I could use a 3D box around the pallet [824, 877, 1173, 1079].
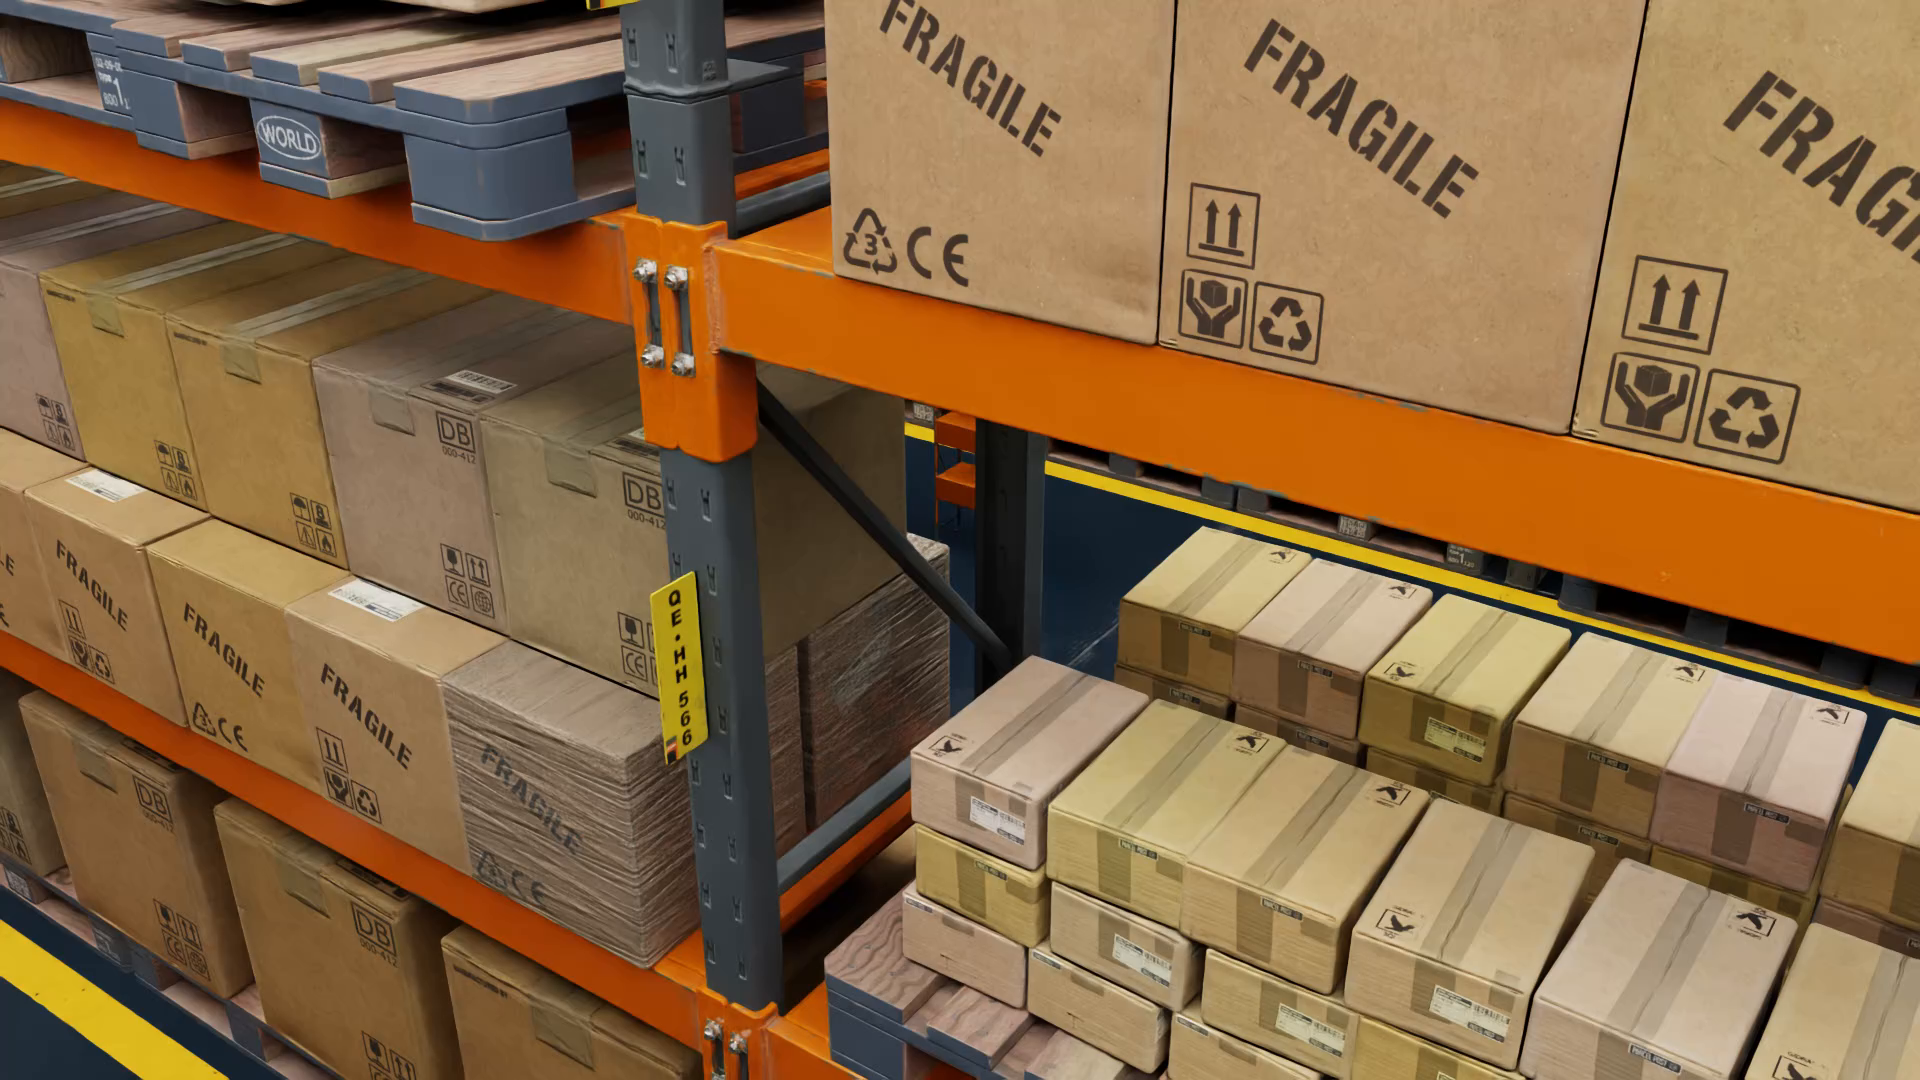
[{"bbox_3d":[0.497,0.750,3.180,1.003,0.211,1.213,17,32,30],"label":"pallet"}]

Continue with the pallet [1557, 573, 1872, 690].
[{"bbox_3d":[3.348,0.167,7.190,1.213,0.211,1.003,17,32,30],"label":"pallet"}]

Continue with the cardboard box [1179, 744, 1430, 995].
[{"bbox_3d":[0.543,0.505,2.608,0.250,0.149,0.380,17,32,30],"label":"cardboard box"}]

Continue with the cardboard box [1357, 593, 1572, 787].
[{"bbox_3d":[0.935,0.268,3.073,0.250,0.149,0.380,18,32,32],"label":"cardboard box"}]

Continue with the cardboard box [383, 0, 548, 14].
[{"bbox_3d":[-0.769,-1.014,2.813,0.250,0.166,0.380,17,32,30],"label":"cardboard box"}]

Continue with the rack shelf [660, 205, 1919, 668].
[{"bbox_3d":[1.498,0.019,1.891,4.000,0.370,1.077,17,32,30],"label":"rack shelf"}]

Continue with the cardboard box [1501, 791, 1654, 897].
[{"bbox_3d":[1.160,0.469,3.006,0.250,0.149,0.380,17,32,30],"label":"cardboard box"}]

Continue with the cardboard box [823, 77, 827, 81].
[{"bbox_3d":[-0.892,-2.650,9.211,0.500,0.500,0.875,17,32,30],"label":"cardboard box"}]

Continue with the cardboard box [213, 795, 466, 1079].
[{"bbox_3d":[-1.324,0.924,4.645,0.750,0.750,1.050,18,32,31],"label":"cardboard box"}]

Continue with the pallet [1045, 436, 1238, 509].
[{"bbox_3d":[1.096,-0.579,8.654,1.213,0.211,1.003,17,32,30],"label":"pallet"}]

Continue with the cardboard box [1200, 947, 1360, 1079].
[{"bbox_3d":[0.581,0.649,2.653,0.250,0.149,0.380,16,31,29],"label":"cardboard box"}]

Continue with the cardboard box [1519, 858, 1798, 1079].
[{"bbox_3d":[0.986,0.642,2.339,0.250,0.149,0.380,19,33,33],"label":"cardboard box"}]

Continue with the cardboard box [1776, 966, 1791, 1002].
[{"bbox_3d":[1.358,0.666,2.949,0.250,0.149,0.380,16,31,28],"label":"cardboard box"}]

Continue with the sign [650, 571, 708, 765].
[{"bbox_3d":[-0.462,0.214,2.746,0.005,0.325,0.100,17,32,30],"label":"sign"}]

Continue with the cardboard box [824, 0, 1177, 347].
[{"bbox_3d":[0.170,-0.614,2.231,0.500,0.500,0.500,17,32,30],"label":"cardboard box"}]

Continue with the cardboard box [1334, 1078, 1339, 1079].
[{"bbox_3d":[0.771,0.844,2.599,0.250,0.149,0.380,19,33,33],"label":"cardboard box"}]

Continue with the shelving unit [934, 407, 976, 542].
[{"bbox_3d":[0.044,-0.454,7.485,0.252,1.050,0.215,17,32,30],"label":"shelving unit"}]

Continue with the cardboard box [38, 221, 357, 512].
[{"bbox_3d":[-1.778,-0.479,4.171,0.500,0.500,0.700,17,32,30],"label":"cardboard box"}]

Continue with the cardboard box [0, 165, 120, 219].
[{"bbox_3d":[-2.610,-0.739,4.682,0.500,0.500,0.700,17,31,29],"label":"cardboard box"}]

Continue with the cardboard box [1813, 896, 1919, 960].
[{"bbox_3d":[1.579,0.601,2.748,0.250,0.149,0.380,18,32,32],"label":"cardboard box"}]

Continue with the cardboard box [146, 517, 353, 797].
[{"bbox_3d":[-1.496,0.205,3.930,0.500,0.500,0.500,17,31,29],"label":"cardboard box"}]

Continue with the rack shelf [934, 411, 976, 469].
[{"bbox_3d":[0.044,-0.445,7.490,0.240,0.259,0.215,17,32,30],"label":"rack shelf"}]

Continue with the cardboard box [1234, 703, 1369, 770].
[{"bbox_3d":[0.736,0.338,3.264,0.250,0.149,0.380,19,32,32],"label":"cardboard box"}]

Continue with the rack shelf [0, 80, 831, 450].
[{"bbox_3d":[-1.799,-1.008,3.910,4.000,0.370,1.077,17,32,30],"label":"rack shelf"}]

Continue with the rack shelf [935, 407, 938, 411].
[{"bbox_3d":[0.044,-0.698,7.361,0.240,0.259,0.215,17,32,30],"label":"rack shelf"}]

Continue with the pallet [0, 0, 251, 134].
[{"bbox_3d":[-1.635,-1.163,3.628,1.213,0.211,1.003,19,33,33],"label":"pallet"}]

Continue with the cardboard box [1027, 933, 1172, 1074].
[{"bbox_3d":[0.325,0.706,2.870,0.250,0.149,0.380,19,33,33],"label":"cardboard box"}]

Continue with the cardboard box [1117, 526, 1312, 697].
[{"bbox_3d":[0.513,0.136,3.334,0.250,0.149,0.380,16,31,28],"label":"cardboard box"}]

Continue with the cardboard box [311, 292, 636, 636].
[{"bbox_3d":[-0.933,-0.217,3.656,0.500,0.500,0.700,17,31,30],"label":"cardboard box"}]

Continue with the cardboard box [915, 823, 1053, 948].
[{"bbox_3d":[0.134,0.513,2.921,0.250,0.149,0.380,19,33,33],"label":"cardboard box"}]

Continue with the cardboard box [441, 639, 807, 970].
[{"bbox_3d":[-0.674,0.462,3.425,0.500,0.500,0.500,17,32,30],"label":"cardboard box"}]

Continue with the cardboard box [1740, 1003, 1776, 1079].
[{"bbox_3d":[0.994,0.778,2.400,0.250,0.149,0.380,17,32,30],"label":"cardboard box"}]

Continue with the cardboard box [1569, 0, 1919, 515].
[{"bbox_3d":[1.001,-0.361,1.735,0.500,0.500,0.500,17,32,30],"label":"cardboard box"}]

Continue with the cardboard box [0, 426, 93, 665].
[{"bbox_3d":[-2.339,-0.056,4.442,0.500,0.500,0.500,17,32,30],"label":"cardboard box"}]

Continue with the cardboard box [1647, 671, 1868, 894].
[{"bbox_3d":[1.352,0.400,2.815,0.250,0.149,0.380,17,32,30],"label":"cardboard box"}]

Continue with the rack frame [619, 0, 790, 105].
[{"bbox_3d":[-0.150,-2.152,2.057,0.127,3.000,1.000,17,32,30],"label":"rack frame"}]

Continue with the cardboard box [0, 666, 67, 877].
[{"bbox_3d":[-2.885,0.436,5.604,0.750,0.750,1.050,17,32,30],"label":"cardboard box"}]

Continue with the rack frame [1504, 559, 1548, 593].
[{"bbox_3d":[2.741,-1.307,7.010,0.127,3.000,1.000,17,32,30],"label":"rack frame"}]

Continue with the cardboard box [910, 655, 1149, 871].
[{"bbox_3d":[0.124,0.374,2.867,0.250,0.149,0.380,17,32,30],"label":"cardboard box"}]

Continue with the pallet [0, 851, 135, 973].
[{"bbox_3d":[-2.769,0.907,5.734,1.213,0.211,1.003,17,32,30],"label":"pallet"}]
